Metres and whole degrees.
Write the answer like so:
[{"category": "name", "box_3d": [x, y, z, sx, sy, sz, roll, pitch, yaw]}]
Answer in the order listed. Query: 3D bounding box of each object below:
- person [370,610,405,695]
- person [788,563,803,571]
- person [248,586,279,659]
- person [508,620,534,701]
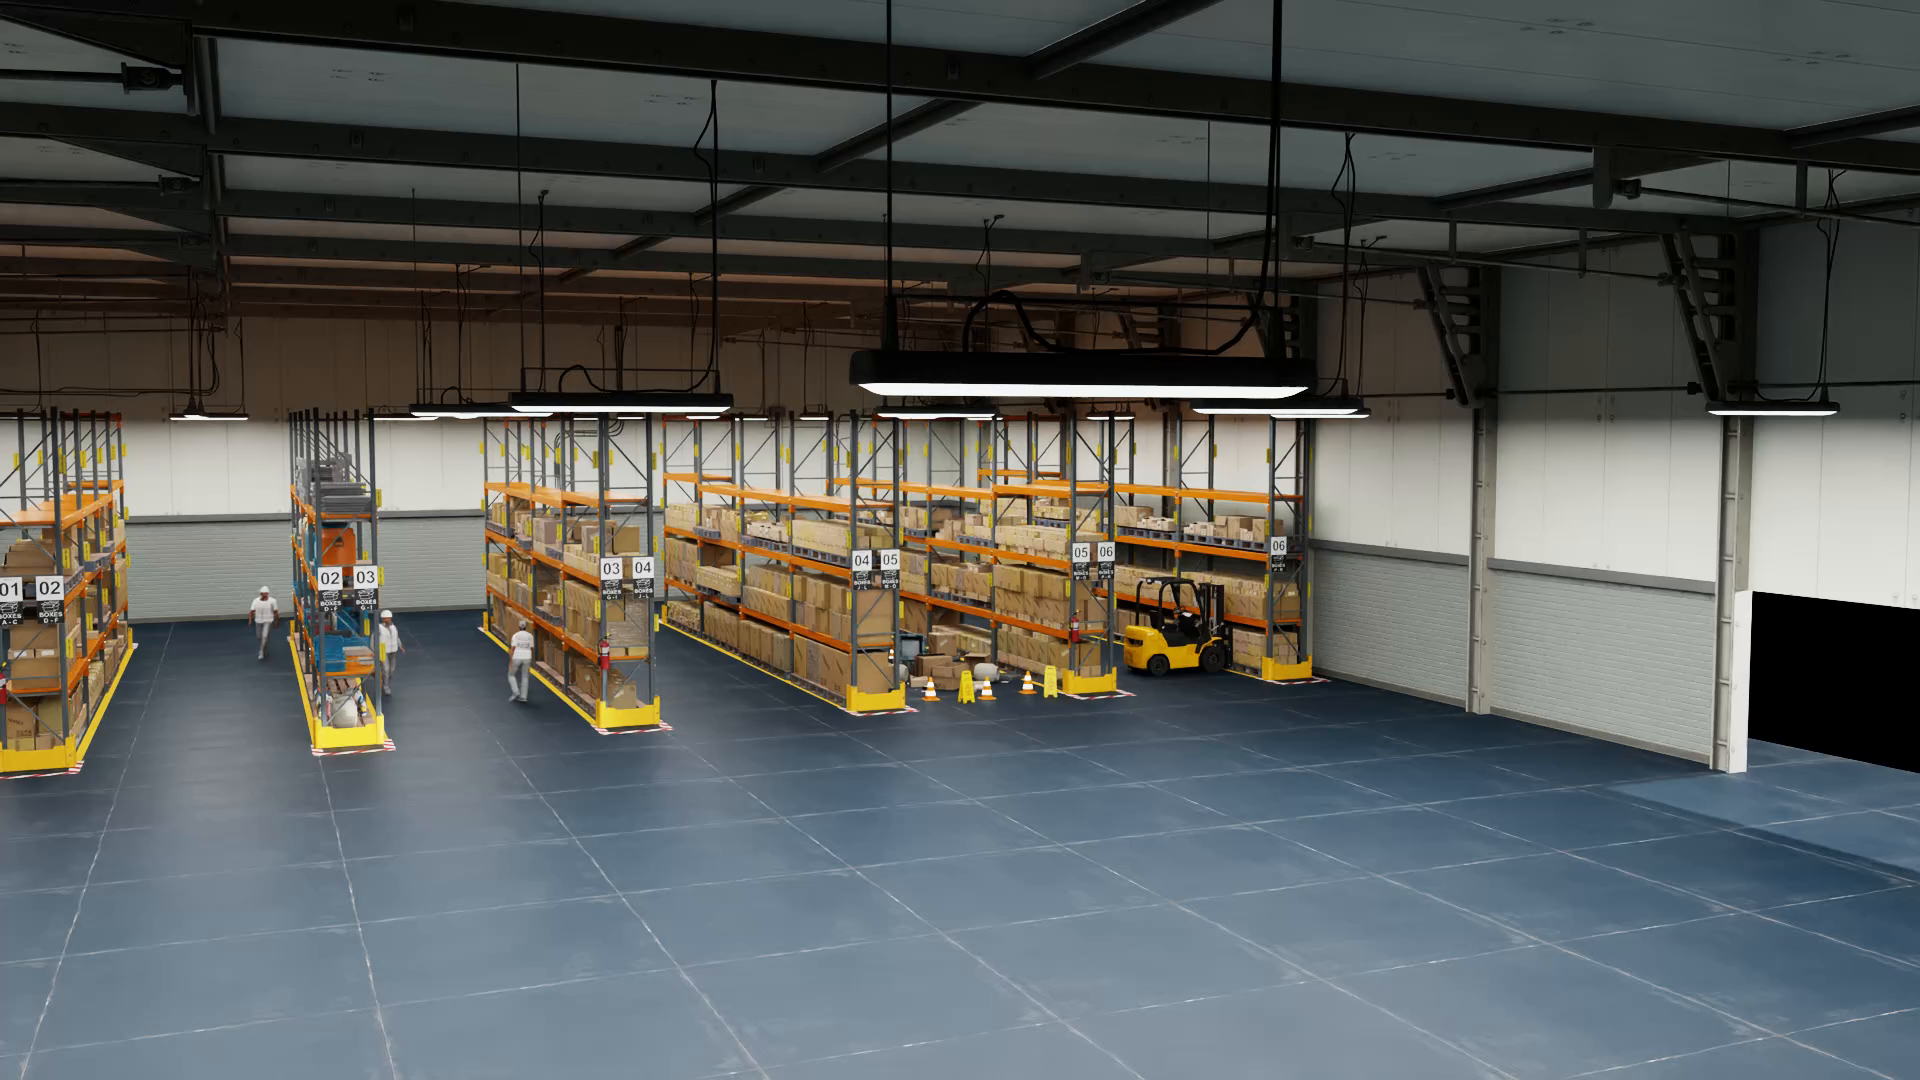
[{"category": "person", "box_3d": [-12.180, 2.369, 35.309, 0.760, 1.769, 0.628, 3, 5, 39]}, {"category": "person", "box_3d": [-5.202, 1.159, 52.666, 1.006, 1.759, 0.570, -4, 6, -44]}, {"category": "person", "box_3d": [-17.039, 2.005, 40.671, 0.638, 1.741, 0.879, -1, 4, -8]}, {"category": "person", "box_3d": [-9.036, 2.490, 34.213, 0.551, 1.664, 0.428, -2, 5, -30]}]
